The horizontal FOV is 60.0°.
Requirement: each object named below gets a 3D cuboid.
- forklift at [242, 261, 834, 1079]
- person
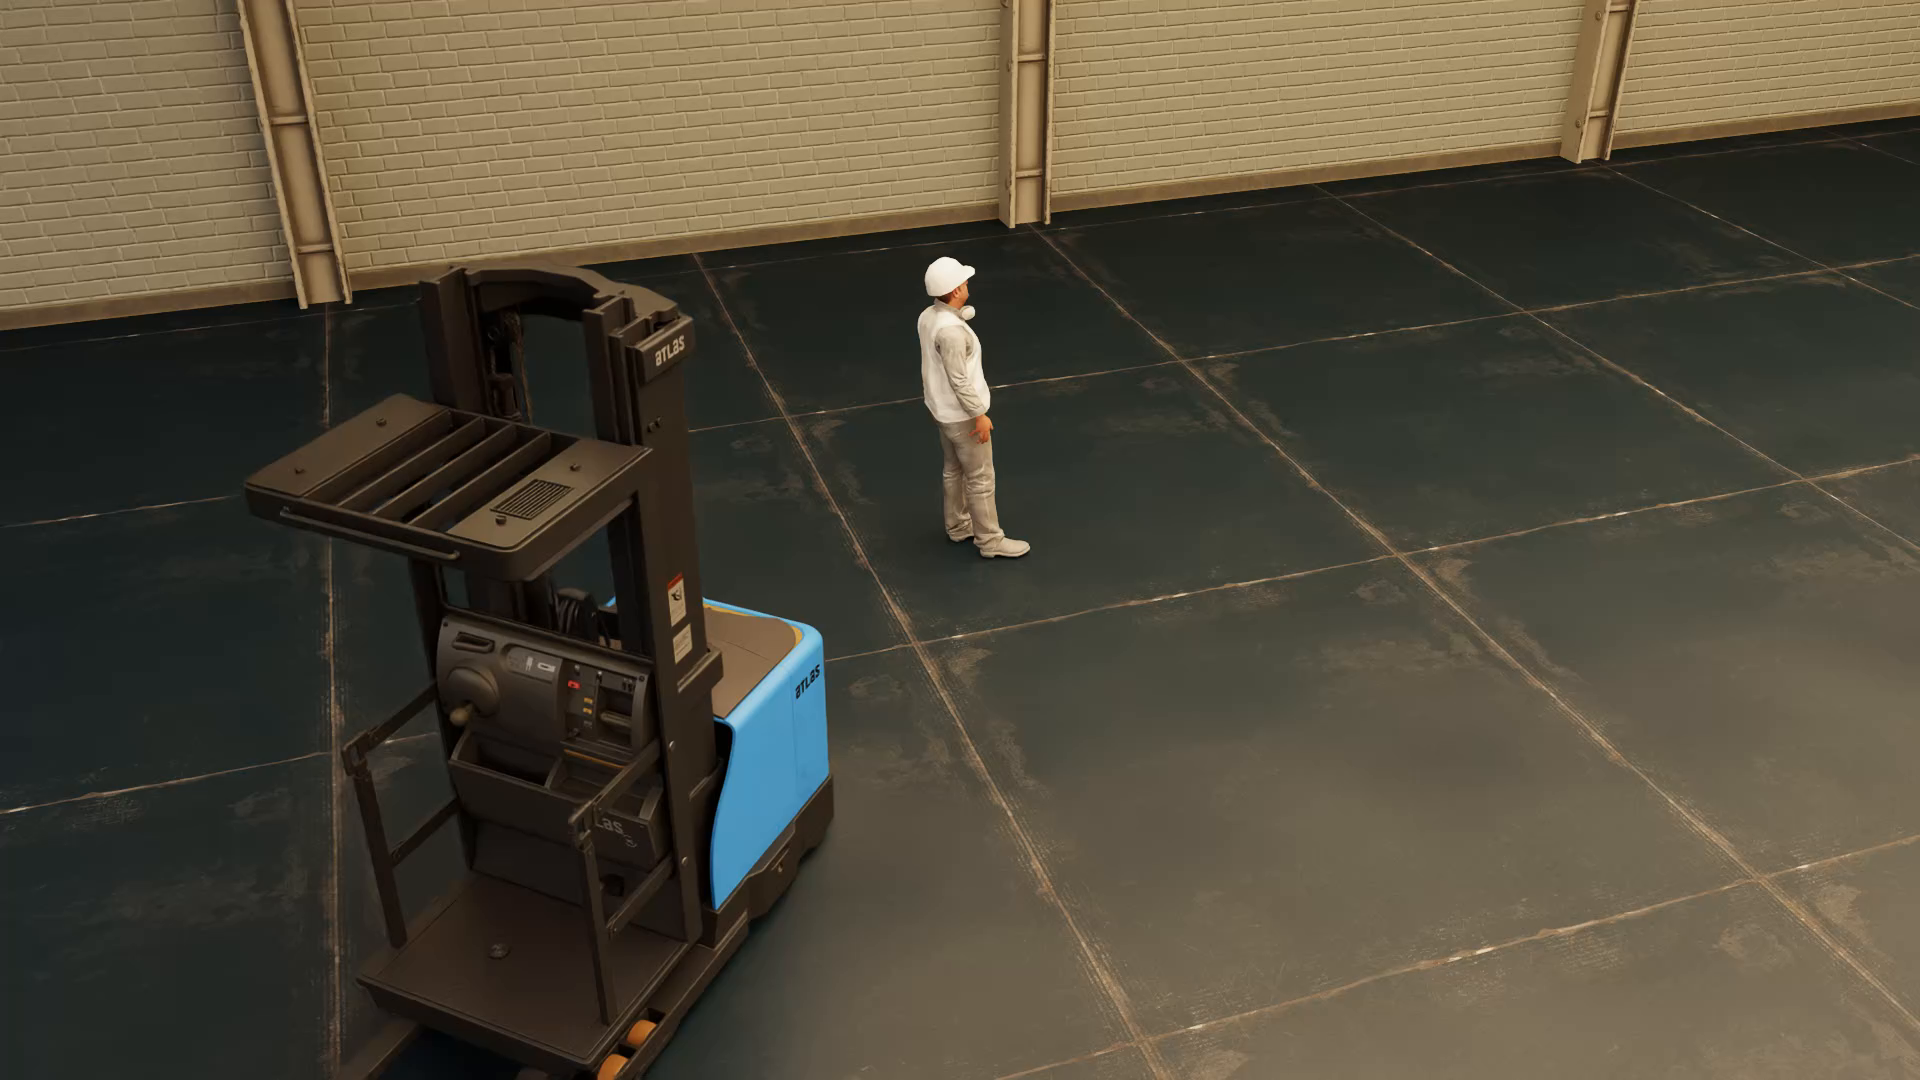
[{"bbox_3d":[-1.646,0.611,6.026,1.130,2.935,3.031,13,32,21],"label":"forklift"},{"bbox_3d":[0.061,-0.781,9.590,0.568,1.773,0.632,-10,31,-16],"label":"person"}]
